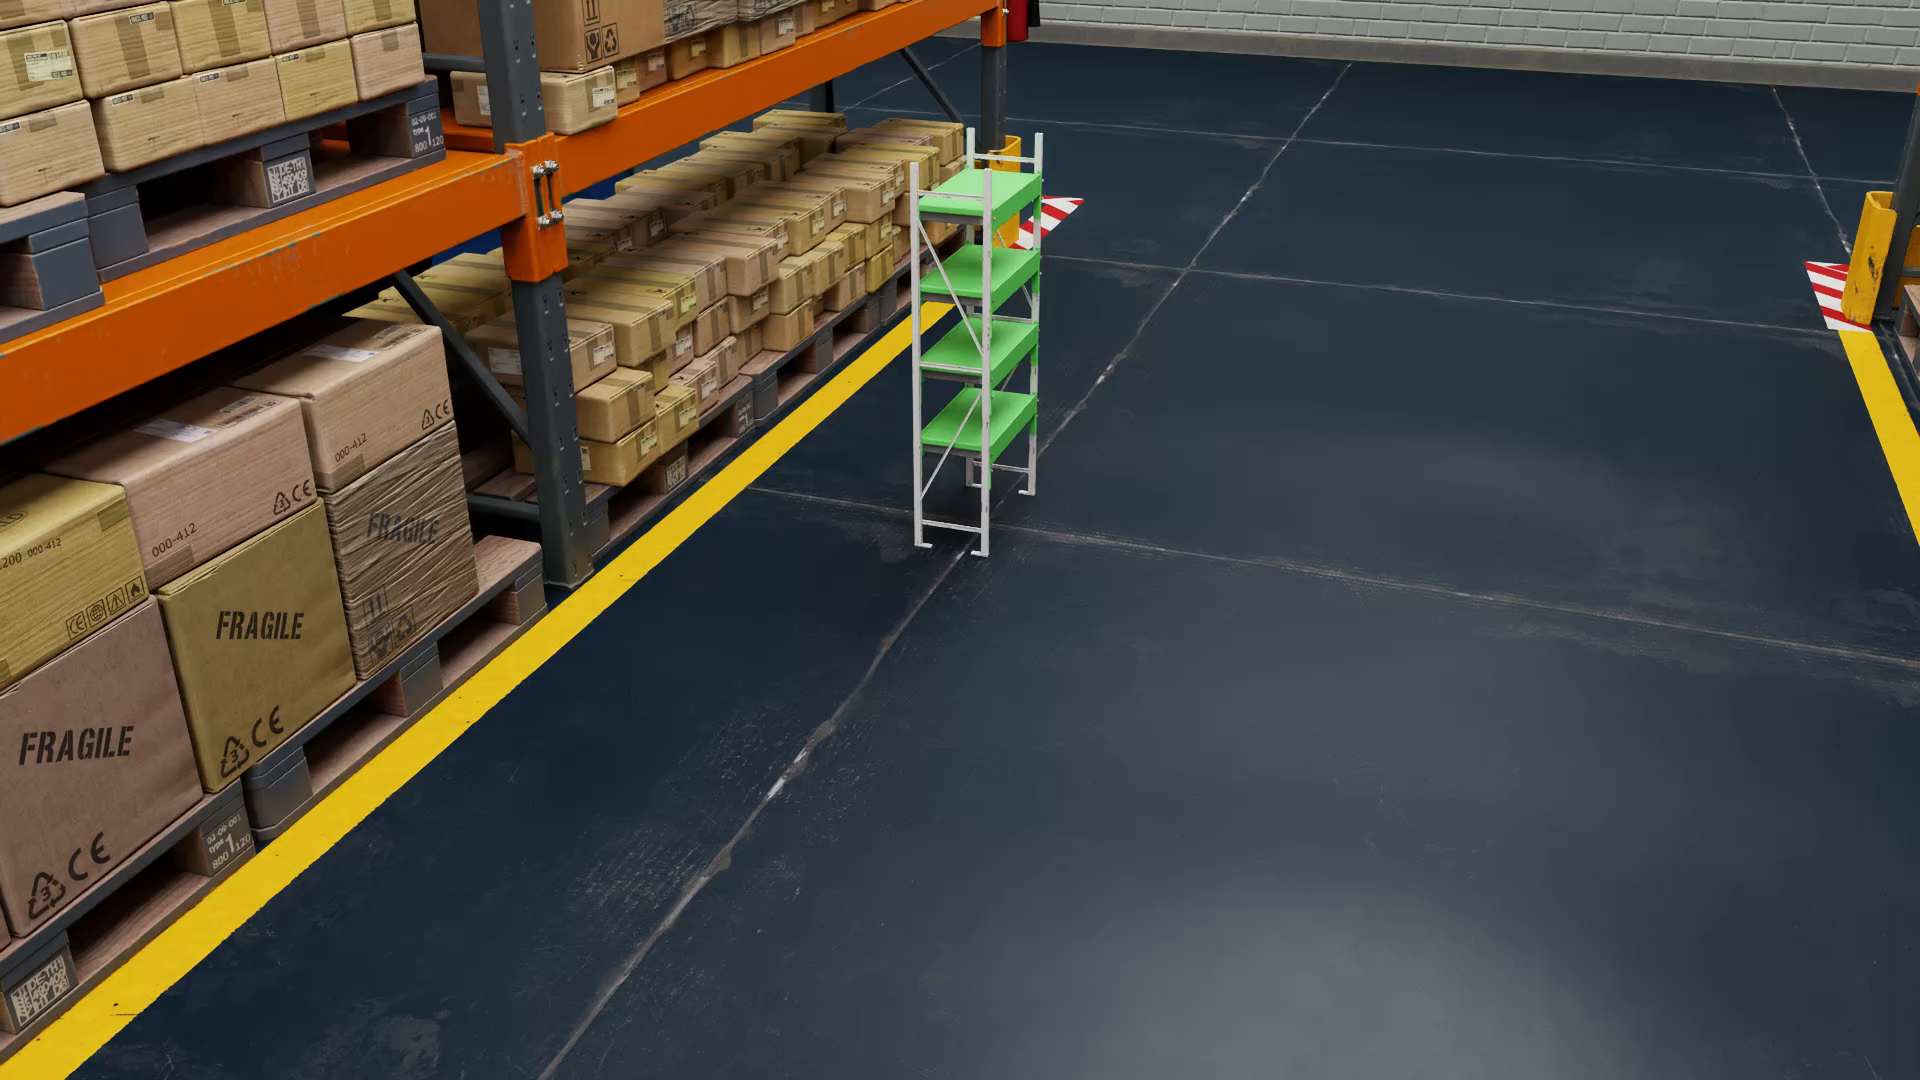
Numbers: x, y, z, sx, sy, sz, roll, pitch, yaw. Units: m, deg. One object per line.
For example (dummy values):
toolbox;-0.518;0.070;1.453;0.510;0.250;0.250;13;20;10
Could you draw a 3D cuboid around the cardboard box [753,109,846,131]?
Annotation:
cardboard box;-0.761;-1.945;7.931;0.380;0.149;0.250;8;27;15

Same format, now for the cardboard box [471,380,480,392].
cardboard box;-1.714;-0.622;5.540;0.380;0.149;0.250;7;27;15

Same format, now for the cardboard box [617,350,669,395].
cardboard box;-1.176;-0.553;5.398;0.380;0.149;0.250;9;27;18

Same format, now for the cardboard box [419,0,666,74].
cardboard box;-1.195;-1.639;4.737;0.500;0.500;0.500;8;27;16

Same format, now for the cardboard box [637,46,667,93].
cardboard box;-1.140;-1.483;5.160;0.380;0.149;0.250;8;27;15

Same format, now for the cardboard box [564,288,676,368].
cardboard box;-1.140;-0.683;5.326;0.380;0.149;0.250;10;28;20

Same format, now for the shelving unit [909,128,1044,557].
shelving unit;0.055;-0.608;5.129;0.258;1.200;0.503;9;27;17

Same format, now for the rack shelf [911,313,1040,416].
rack shelf;0.055;-0.551;5.157;0.258;0.148;0.480;9;27;17

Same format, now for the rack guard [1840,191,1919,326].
rack guard;4.443;-1.146;7.043;1.175;0.500;0.348;9;27;17

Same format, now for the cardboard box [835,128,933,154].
cardboard box;-0.341;-1.762;7.553;0.380;0.149;0.250;9;27;18

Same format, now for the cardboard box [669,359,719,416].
cardboard box;-1.051;-0.521;5.674;0.380;0.149;0.250;9;27;17

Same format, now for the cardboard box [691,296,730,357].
cardboard box;-1.036;-0.769;5.844;0.380;0.149;0.250;7;27;15

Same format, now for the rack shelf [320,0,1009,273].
rack shelf;-0.932;-1.791;6.334;1.077;0.370;4.000;9;27;17

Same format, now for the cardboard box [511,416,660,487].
cardboard box;-1.173;-0.302;5.222;0.380;0.149;0.250;8;27;15

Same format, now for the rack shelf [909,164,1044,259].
rack shelf;0.055;-0.983;4.948;0.258;0.148;0.480;9;27;17

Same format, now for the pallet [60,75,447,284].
pallet;-1.989;-0.914;3.916;1.003;0.211;1.213;9;27;17

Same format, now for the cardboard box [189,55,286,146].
cardboard box;-1.714;-0.968;3.614;0.380;0.149;0.250;9;27;17

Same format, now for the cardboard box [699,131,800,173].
cardboard box;-0.944;-1.729;7.486;0.380;0.149;0.250;9;27;17

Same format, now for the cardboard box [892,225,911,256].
cardboard box;-0.404;-1.380;7.448;0.380;0.149;0.250;9;27;17

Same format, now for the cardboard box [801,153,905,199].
cardboard box;-0.454;-1.540;7.094;0.380;0.149;0.250;8;27;15

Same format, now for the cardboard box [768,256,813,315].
cardboard box;-0.778;-0.973;6.265;0.380;0.149;0.250;9;27;17

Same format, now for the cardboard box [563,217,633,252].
cardboard box;-1.438;-1.085;6.156;0.380;0.149;0.250;7;27;15

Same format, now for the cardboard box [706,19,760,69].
cardboard box;-0.898;-1.688;5.583;0.380;0.149;0.250;9;27;18

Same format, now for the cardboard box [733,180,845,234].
cardboard box;-0.683;-1.329;6.659;0.380;0.149;0.250;8;27;16

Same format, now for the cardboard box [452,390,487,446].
cardboard box;-1.788;-0.410;5.444;0.380;0.149;0.250;9;27;18

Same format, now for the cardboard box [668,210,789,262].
cardboard box;-0.862;-1.121;6.231;0.380;0.149;0.250;8;27;15

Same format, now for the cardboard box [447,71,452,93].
cardboard box;-1.740;-1.453;5.098;0.380;0.149;0.250;8;27;16

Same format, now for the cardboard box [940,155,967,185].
cardboard box;-0.173;-1.719;7.806;0.380;0.149;0.250;8;27;16

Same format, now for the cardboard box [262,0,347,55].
cardboard box;-1.630;-1.203;3.757;0.380;0.149;0.250;9;27;18

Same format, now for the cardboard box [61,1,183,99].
cardboard box;-1.802;-0.988;3.314;0.380;0.149;0.250;8;27;16

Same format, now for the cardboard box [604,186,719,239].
cardboard box;-1.174;-1.284;6.566;0.380;0.149;0.250;9;27;18

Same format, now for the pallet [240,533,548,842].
pallet;-1.855;0.282;4.426;1.003;0.211;1.213;9;27;17

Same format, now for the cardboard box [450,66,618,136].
cardboard box;-1.195;-1.249;4.676;0.380;0.149;0.250;10;28;19

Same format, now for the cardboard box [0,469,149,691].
cardboard box;-1.953;0.076;3.176;0.500;0.250;0.500;8;27;15

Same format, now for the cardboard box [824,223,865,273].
cardboard box;-0.607;-1.188;6.709;0.380;0.149;0.250;10;28;20

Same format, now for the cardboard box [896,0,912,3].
cardboard box;-0.359;-2.339;6.927;0.380;0.149;0.250;9;27;19

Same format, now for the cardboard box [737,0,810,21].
cardboard box;-0.836;-2.045;5.576;0.500;0.500;0.500;8;27;16

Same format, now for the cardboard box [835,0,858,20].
cardboard box;-0.620;-2.133;6.501;0.380;0.149;0.250;8;27;15

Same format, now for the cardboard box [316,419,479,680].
cardboard box;-1.606;-0.017;4.229;0.500;0.500;0.500;8;27;16

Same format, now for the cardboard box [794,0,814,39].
cardboard box;-0.757;-1.914;6.050;0.380;0.149;0.250;10;28;19

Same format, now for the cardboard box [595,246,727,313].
cardboard box;-1.037;-0.905;5.783;0.380;0.149;0.250;8;27;16

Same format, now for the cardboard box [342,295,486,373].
cardboard box;-1.725;-0.651;5.259;0.380;0.149;0.250;10;27;19

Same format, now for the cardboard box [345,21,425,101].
cardboard box;-1.543;-1.177;4.046;0.380;0.149;0.250;8;27;16

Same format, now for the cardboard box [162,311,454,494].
cardboard box;-1.607;-0.352;4.061;0.500;0.250;0.500;8;27;16

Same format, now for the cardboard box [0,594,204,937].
cardboard box;-1.952;0.404;3.359;0.500;0.500;0.500;8;27;16

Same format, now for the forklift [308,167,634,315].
forklift;-2.813;-2.126;6.277;1.130;2.935;3.031;23;34;39

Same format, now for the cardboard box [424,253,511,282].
cardboard box;-1.601;-0.865;5.701;0.380;0.149;0.250;8;27;17

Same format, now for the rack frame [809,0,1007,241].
rack frame;-0.266;-2.937;7.874;1.000;3.000;0.127;9;27;17

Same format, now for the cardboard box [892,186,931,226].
cardboard box;-0.344;-1.505;7.364;0.380;0.149;0.250;8;27;15

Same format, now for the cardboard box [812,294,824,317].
cardboard box;-0.765;-0.960;6.581;0.380;0.149;0.250;10;27;19

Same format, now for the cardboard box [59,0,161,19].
cardboard box;-1.811;-1.119;3.244;0.380;0.149;0.250;9;27;17

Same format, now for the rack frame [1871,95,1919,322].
rack frame;4.435;-2.261;6.477;1.000;3.000;0.127;9;27;17

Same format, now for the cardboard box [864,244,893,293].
cardboard box;-0.500;-1.163;6.999;0.380;0.149;0.250;8;27;15

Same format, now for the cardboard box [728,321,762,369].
cardboard box;-0.957;-0.749;6.143;0.380;0.149;0.250;8;27;15

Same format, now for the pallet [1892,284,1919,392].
pallet;4.243;-0.666;6.383;1.003;0.211;1.213;9;27;17

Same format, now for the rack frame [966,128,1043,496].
rack frame;0.136;-0.708;5.336;0.240;1.200;0.015;9;27;17

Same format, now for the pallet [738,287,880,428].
pallet;-1.003;-0.822;6.706;1.003;0.211;1.213;9;27;17

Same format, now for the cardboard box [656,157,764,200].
cardboard box;-1.050;-1.503;7.018;0.380;0.149;0.250;10;28;19

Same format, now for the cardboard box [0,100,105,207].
cardboard box;-1.885;-0.750;3.164;0.380;0.149;0.250;8;27;15
